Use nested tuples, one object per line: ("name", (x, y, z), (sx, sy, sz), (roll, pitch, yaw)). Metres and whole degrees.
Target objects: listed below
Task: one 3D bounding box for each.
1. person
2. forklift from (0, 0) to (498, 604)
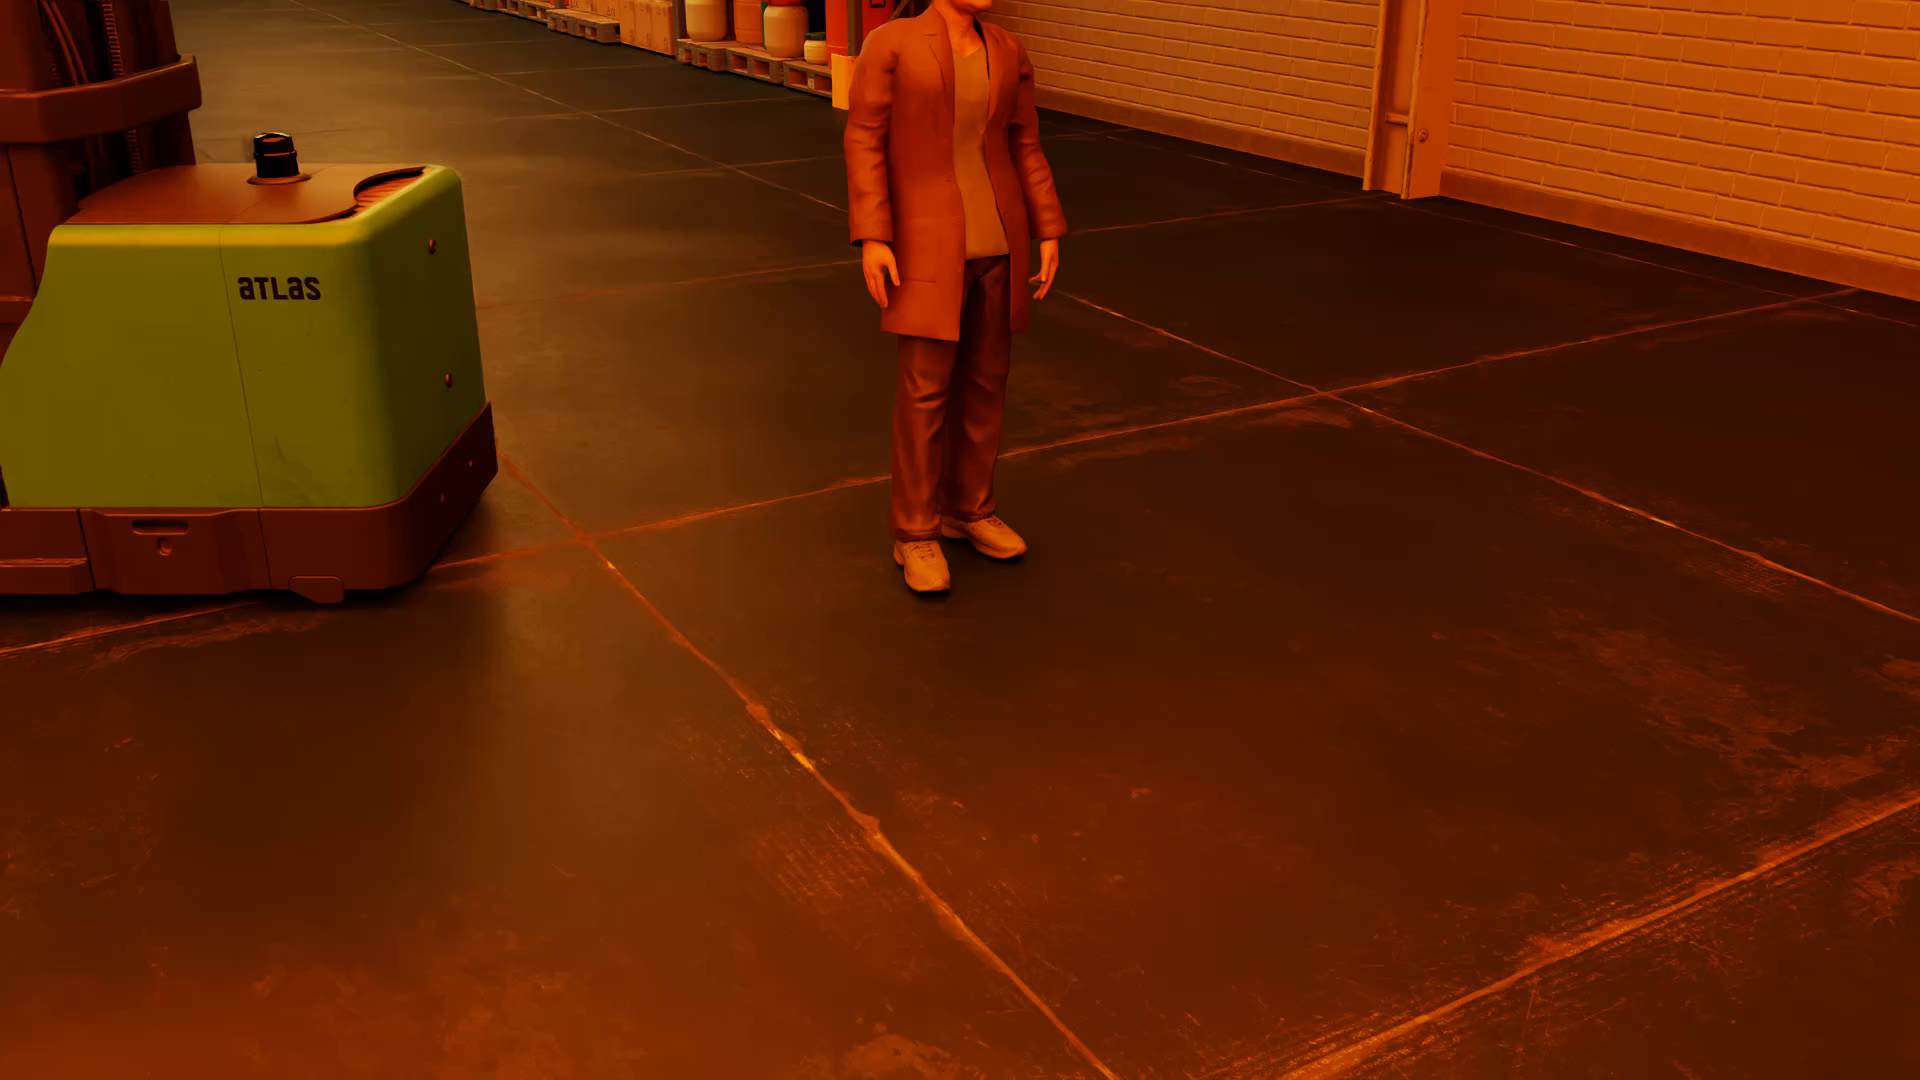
("person", (0.043, -0.799, 4.719), (0.698, 1.778, 0.579), (-12, 25, -28))
("forklift", (-3.041, -1.351, 4.565), (3.031, 2.935, 1.130), (0, 22, 0))
